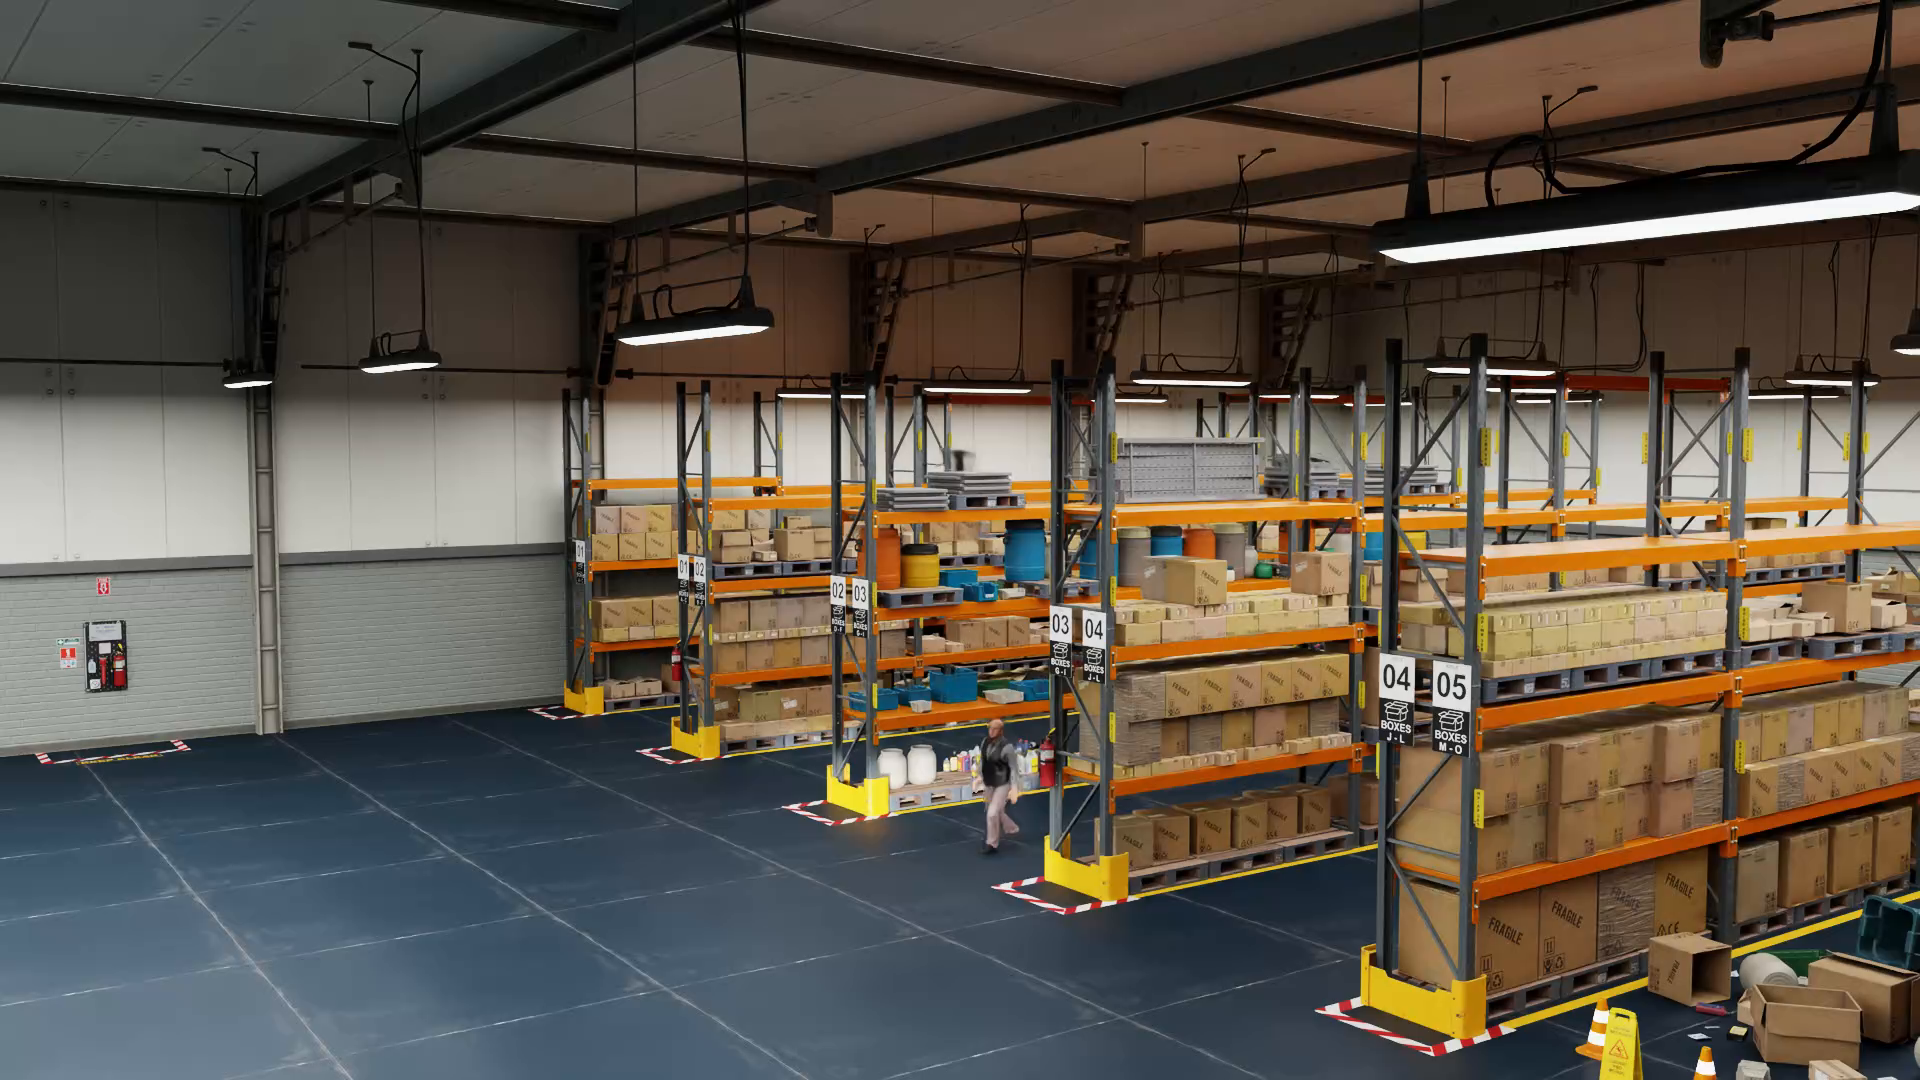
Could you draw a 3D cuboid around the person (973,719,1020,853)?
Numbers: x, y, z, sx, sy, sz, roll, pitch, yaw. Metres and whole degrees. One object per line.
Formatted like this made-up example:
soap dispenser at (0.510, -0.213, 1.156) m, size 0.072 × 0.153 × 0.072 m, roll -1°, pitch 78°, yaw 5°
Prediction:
person at (0.530, 3.019, 20.614) m, size 0.817 × 1.657 × 0.668 m, roll -4°, pitch 5°, yaw -45°
